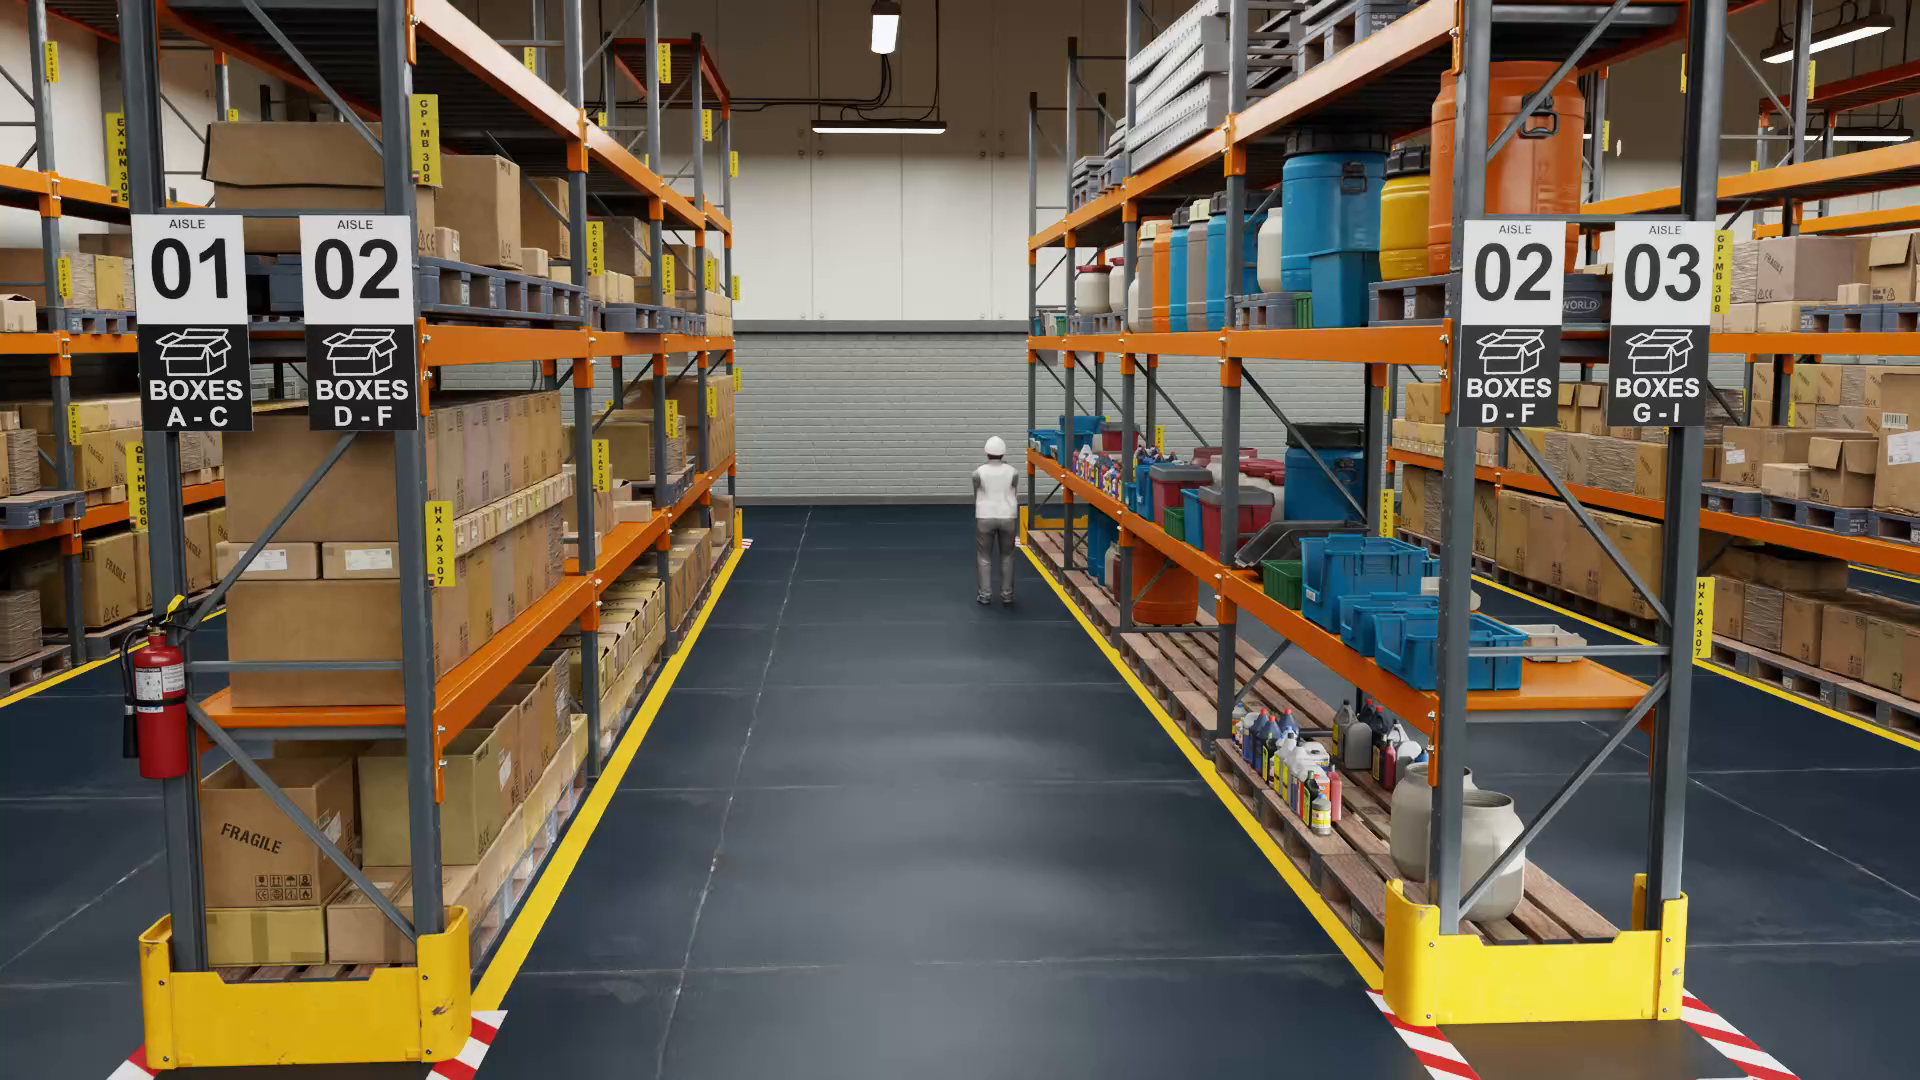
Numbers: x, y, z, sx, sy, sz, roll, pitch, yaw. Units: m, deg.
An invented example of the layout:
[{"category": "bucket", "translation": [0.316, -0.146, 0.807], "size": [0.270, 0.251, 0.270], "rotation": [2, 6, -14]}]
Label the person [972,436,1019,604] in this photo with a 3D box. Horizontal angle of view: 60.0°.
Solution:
[{"category": "person", "translation": [0.364, -0.223, 17.541], "size": [0.494, 1.762, 0.556], "rotation": [0, 7, -4]}]
